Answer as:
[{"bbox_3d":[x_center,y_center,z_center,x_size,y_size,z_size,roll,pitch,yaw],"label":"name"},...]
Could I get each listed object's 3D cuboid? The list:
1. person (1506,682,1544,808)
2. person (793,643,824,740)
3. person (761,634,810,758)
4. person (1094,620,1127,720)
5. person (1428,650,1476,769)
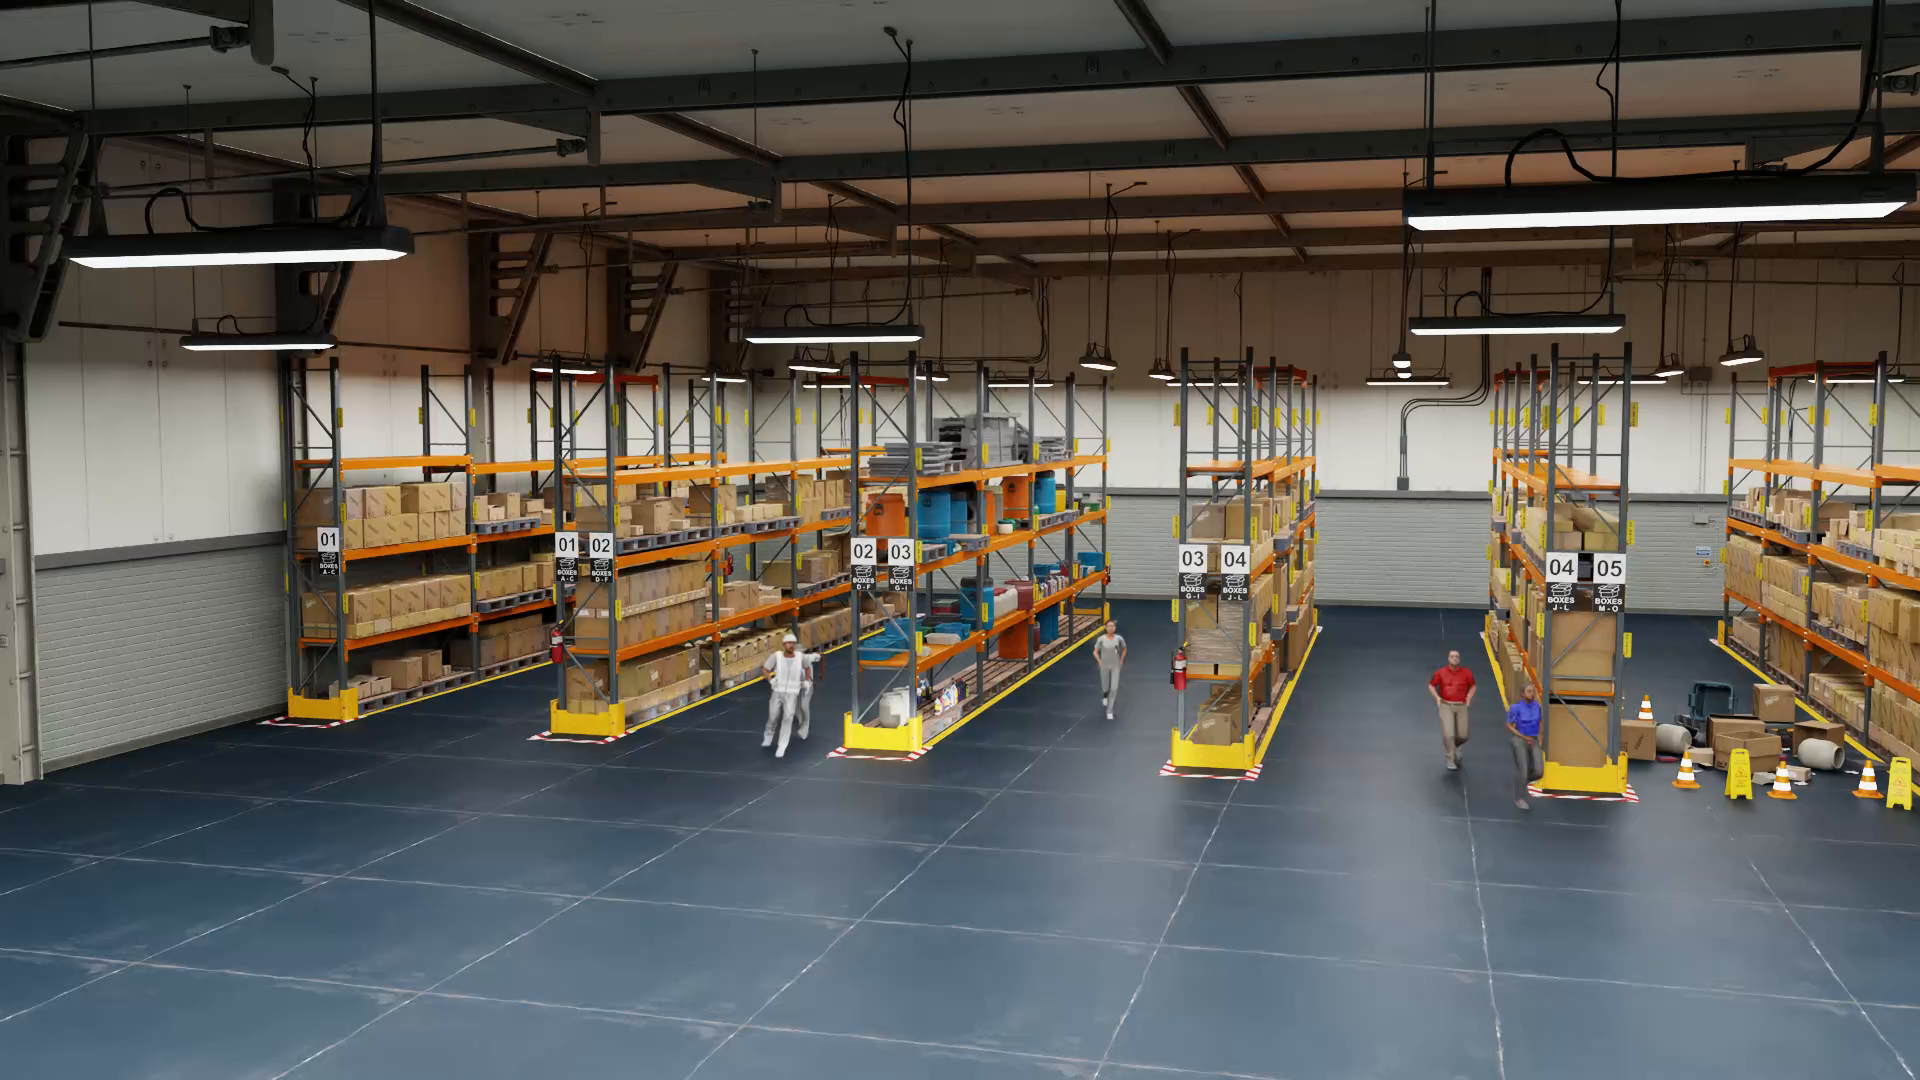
[{"bbox_3d":[7.298,2.634,21.393,0.604,1.615,0.584,-1,4,-18],"label":"person"},{"bbox_3d":[-2.427,2.340,25.921,0.604,1.542,0.941,0,4,3],"label":"person"},{"bbox_3d":[-2.600,2.302,24.864,0.746,1.796,0.826,-1,4,-8],"label":"person"},{"bbox_3d":[2.523,2.146,27.870,0.565,1.641,0.731,0,4,0],"label":"person"},{"bbox_3d":[7.067,2.411,23.864,0.664,1.674,0.654,1,4,8],"label":"person"}]
